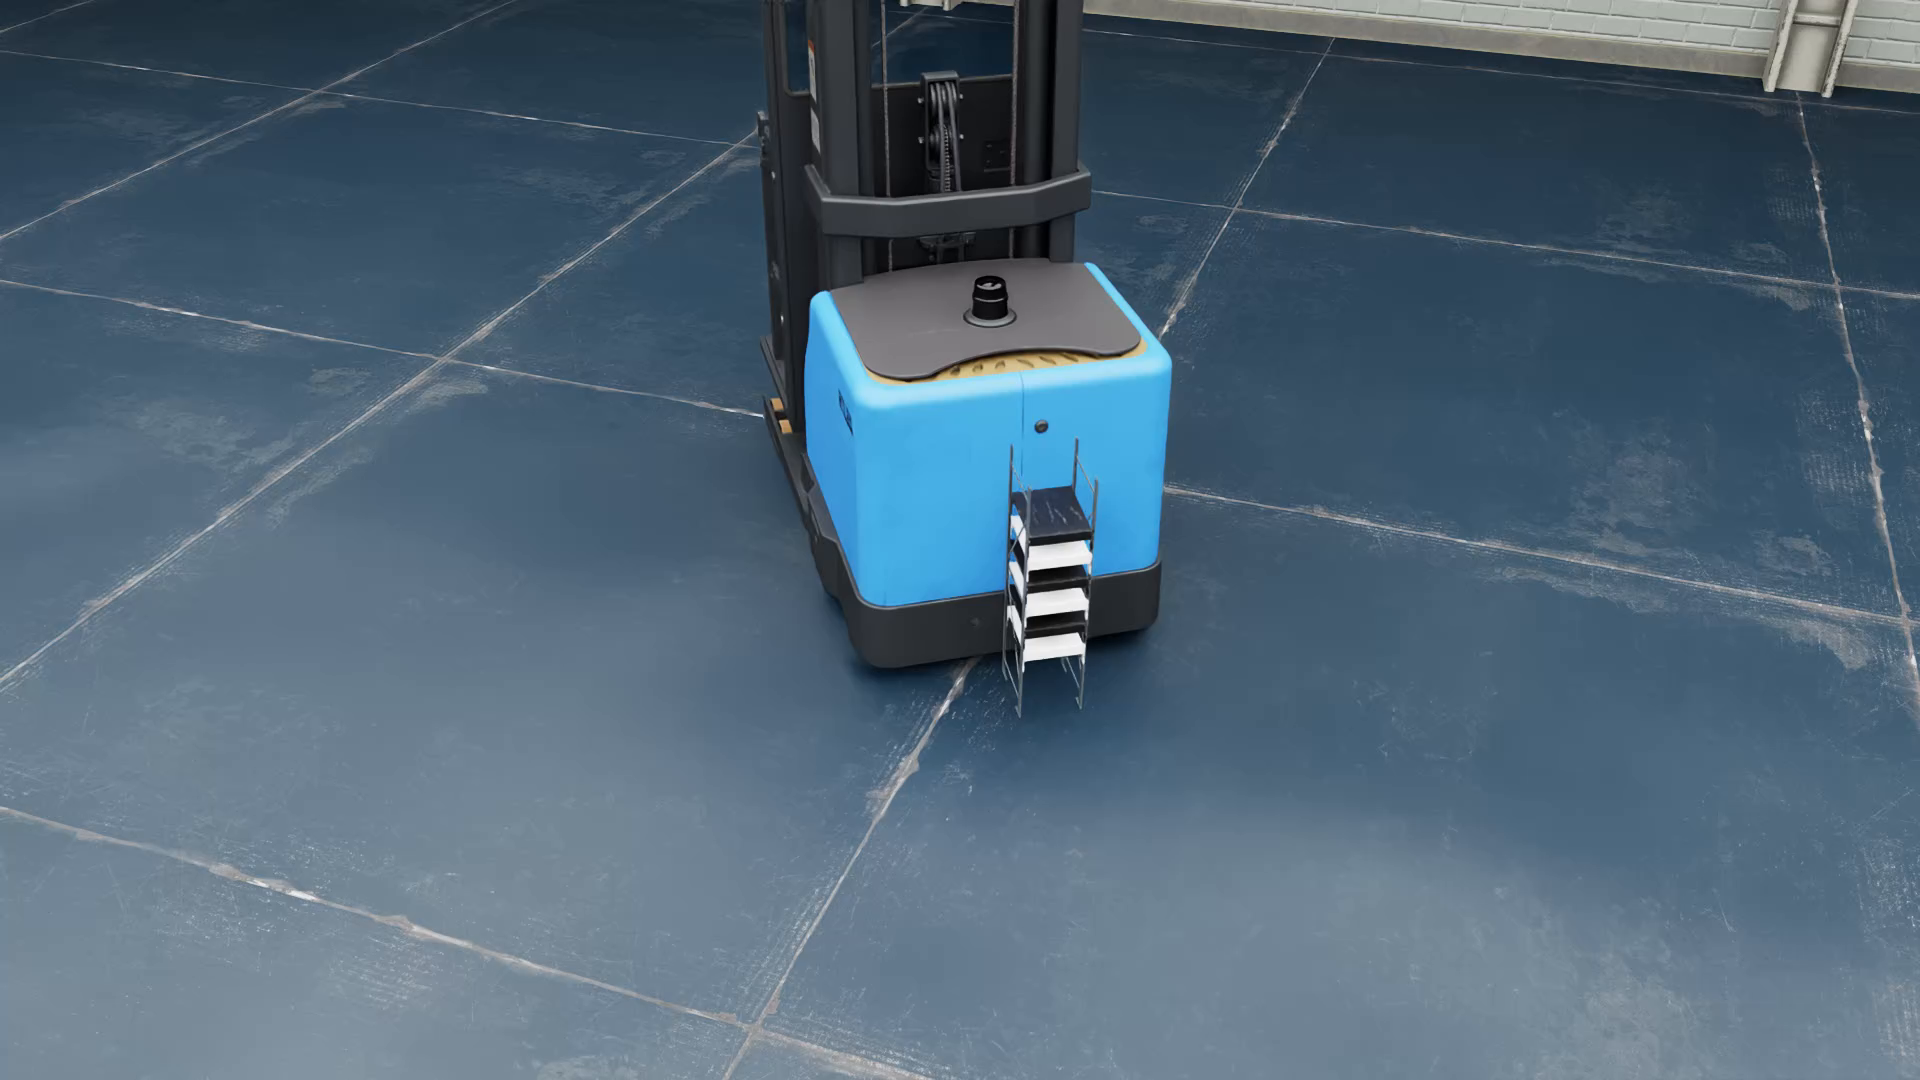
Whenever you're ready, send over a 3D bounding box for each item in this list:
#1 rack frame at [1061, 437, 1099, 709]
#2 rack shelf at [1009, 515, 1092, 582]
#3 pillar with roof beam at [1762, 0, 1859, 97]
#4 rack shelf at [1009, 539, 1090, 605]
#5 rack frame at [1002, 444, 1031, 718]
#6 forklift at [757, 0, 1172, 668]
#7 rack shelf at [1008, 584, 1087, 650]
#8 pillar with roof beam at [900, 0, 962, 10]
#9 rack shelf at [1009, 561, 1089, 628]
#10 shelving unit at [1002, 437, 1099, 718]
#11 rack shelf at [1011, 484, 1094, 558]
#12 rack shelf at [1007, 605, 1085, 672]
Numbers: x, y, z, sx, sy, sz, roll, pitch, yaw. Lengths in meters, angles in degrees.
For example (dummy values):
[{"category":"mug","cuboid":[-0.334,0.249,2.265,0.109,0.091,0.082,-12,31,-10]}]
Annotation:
[{"category":"rack frame","cuboid":[0.372,0.117,5.222,0.006,0.900,0.240,-7,37,-10]},{"category":"rack shelf","cuboid":[0.275,0.011,5.117,0.200,0.077,0.258,-7,37,-10]},{"category":"pillar with roof beam","cuboid":[3.984,-4.527,4.965,0.400,9.000,9.100,11,34,16]},{"category":"rack shelf","cuboid":[0.274,0.084,5.171,0.200,0.077,0.258,-7,37,-10]},{"category":"rack frame","cuboid":[0.174,0.141,5.186,0.006,0.900,0.240,-7,37,-10]},{"category":"forklift","cuboid":[-0.189,-1.602,6.029,1.130,2.935,3.031,-8,34,-12]},{"category":"rack shelf","cuboid":[0.271,0.228,5.278,0.200,0.077,0.258,-7,37,-10]},{"category":"pillar with roof beam","cuboid":[-1.664,-5.625,6.665,0.400,9.000,9.100,11,34,16]},{"category":"rack shelf","cuboid":[0.273,0.156,5.224,0.200,0.077,0.258,-7,37,-10]},{"category":"shelving unit","cuboid":[0.273,0.129,5.204,0.210,0.900,0.258,-7,37,-10]},{"category":"rack shelf","cuboid":[0.276,-0.061,5.063,0.200,0.077,0.258,-7,37,-10]},{"category":"rack shelf","cuboid":[0.270,0.301,5.332,0.200,0.077,0.258,-7,37,-10]}]
